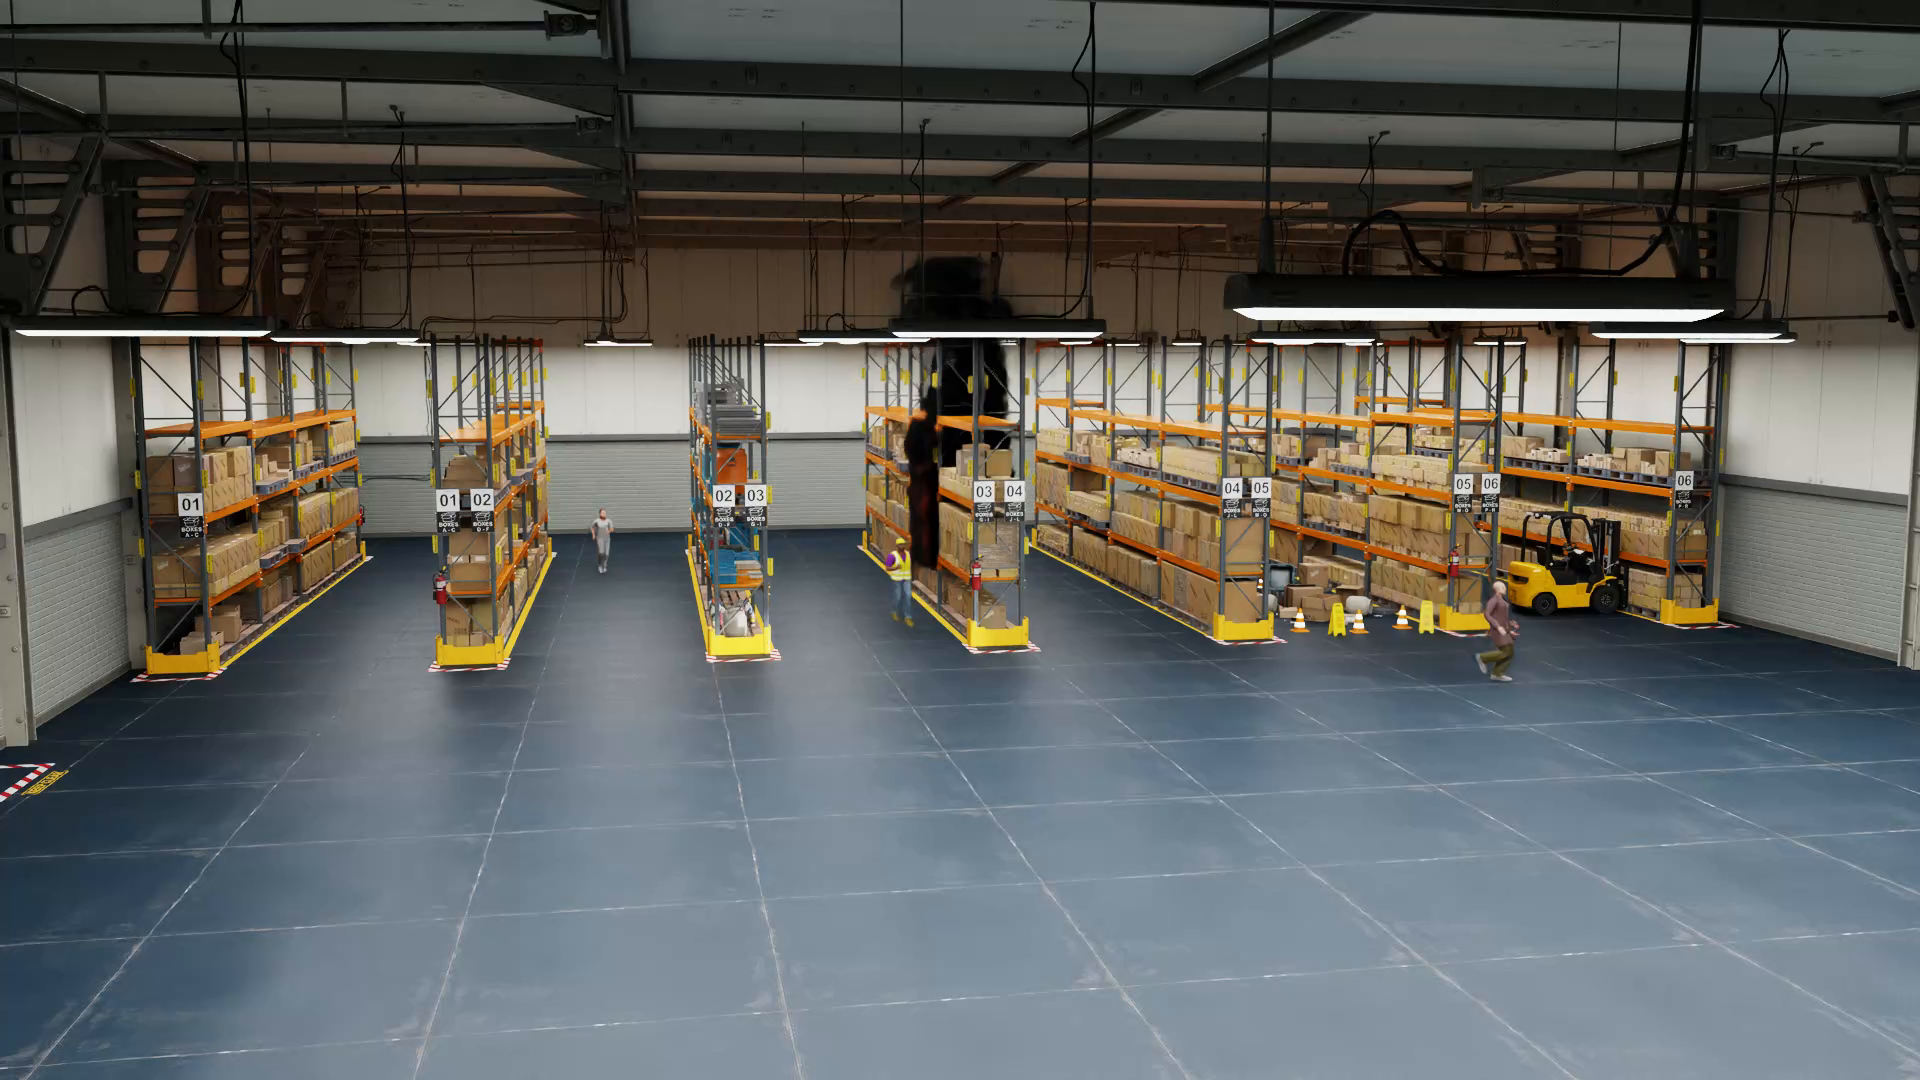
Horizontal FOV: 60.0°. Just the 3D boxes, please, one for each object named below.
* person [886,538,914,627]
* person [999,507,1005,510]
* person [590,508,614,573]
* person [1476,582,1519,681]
[{"bbox_3d":[-1.225,0.856,34.498,0.683,1.808,0.844,-2,7,-20],"label":"person"},{"bbox_3d":[1.226,-0.784,49.435,0.639,1.753,0.691,-3,7,-24],"label":"person"},{"bbox_3d":[-9.132,0.021,42.536,0.537,1.659,0.670,-3,7,-23],"label":"person"},{"bbox_3d":[9.296,1.575,28.770,0.643,1.727,0.724,4,8,33],"label":"person"}]
